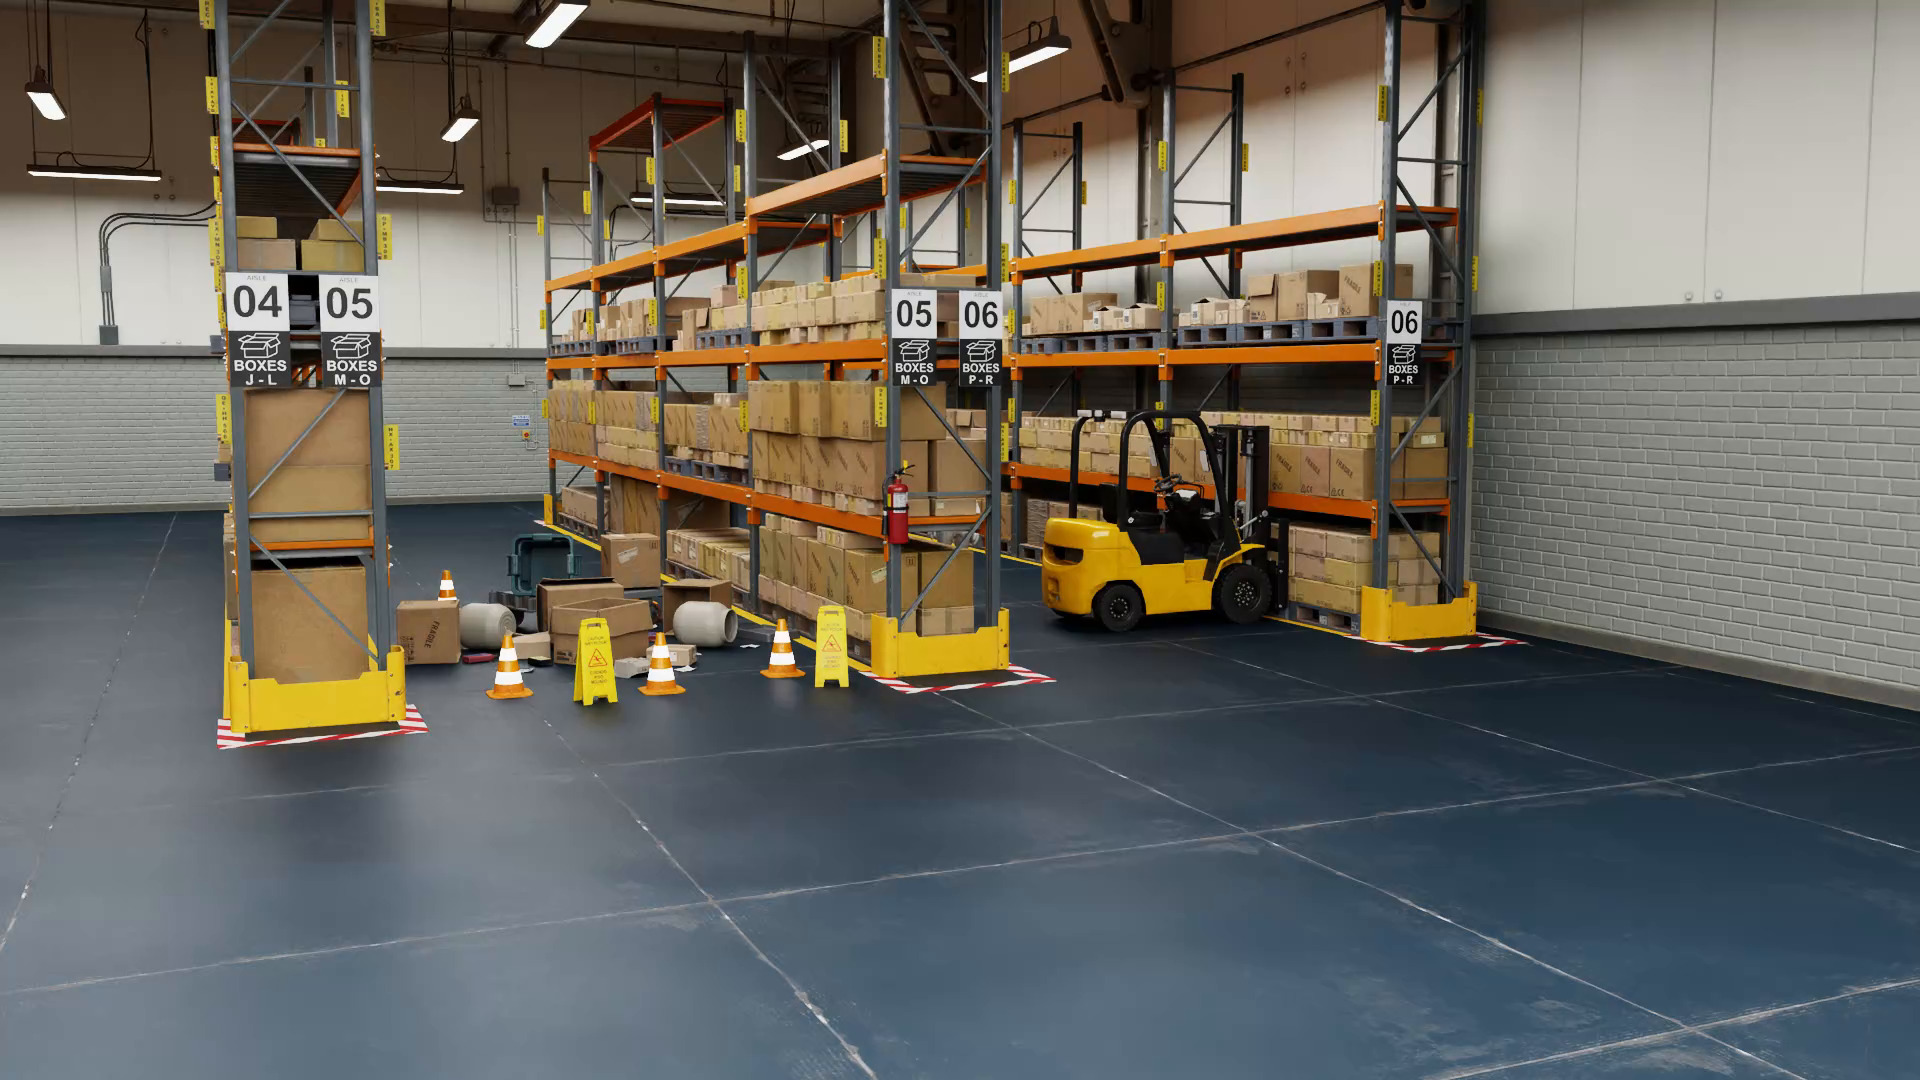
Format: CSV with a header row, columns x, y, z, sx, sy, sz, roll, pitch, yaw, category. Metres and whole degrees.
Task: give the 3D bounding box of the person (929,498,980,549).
x,y,z,sx,sy,sz,roll,pitch,yaw,category
-0.055,-0.106,17.839,0.587,1.694,0.529,0,6,-5,person
